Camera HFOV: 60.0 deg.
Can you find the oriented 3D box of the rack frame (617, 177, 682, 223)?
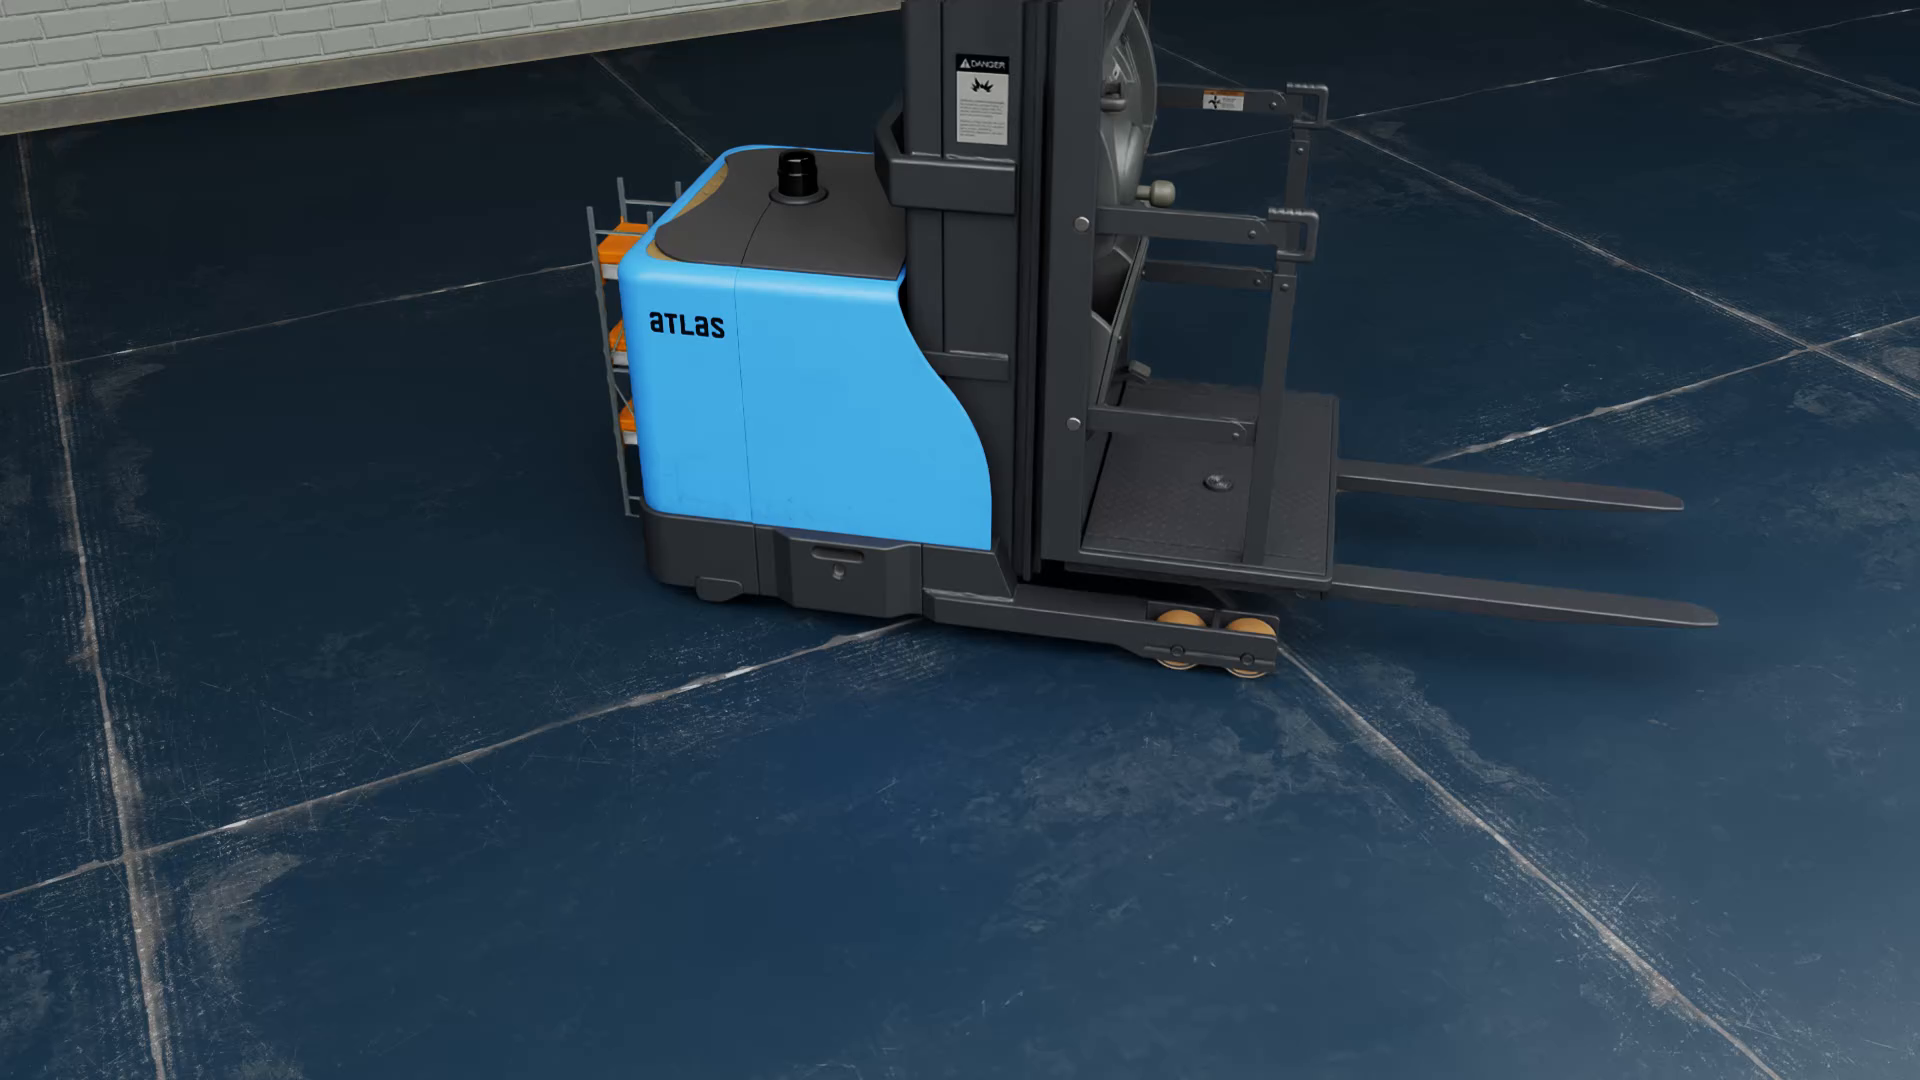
[{"bbox_3d":[-0.934,-0.640,5.275,0.200,1.050,0.008,6,33,9],"label":"rack frame"}]

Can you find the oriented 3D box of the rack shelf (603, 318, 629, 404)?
[{"bbox_3d":[-0.958,-0.566,5.180,0.215,0.259,0.240,6,33,9],"label":"rack shelf"}]

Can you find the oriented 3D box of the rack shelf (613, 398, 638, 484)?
[{"bbox_3d":[-0.958,-0.332,5.330,0.215,0.259,0.240,6,33,9],"label":"rack shelf"}]

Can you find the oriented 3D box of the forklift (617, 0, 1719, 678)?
[{"bbox_3d":[0.633,-1.162,4.347,3.031,2.935,1.130,6,33,10],"label":"forklift"}]

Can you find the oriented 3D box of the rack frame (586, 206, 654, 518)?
[{"bbox_3d":[-0.981,-0.511,5.074,0.200,1.050,0.008,6,33,9],"label":"rack frame"}]

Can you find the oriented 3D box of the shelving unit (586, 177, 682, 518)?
[{"bbox_3d":[-0.958,-0.575,5.175,0.215,1.050,0.252,6,33,9],"label":"shelving unit"}]

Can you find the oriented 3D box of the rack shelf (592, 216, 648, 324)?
[{"bbox_3d":[-0.958,-0.805,5.027,0.215,0.259,0.240,6,33,9],"label":"rack shelf"}]
